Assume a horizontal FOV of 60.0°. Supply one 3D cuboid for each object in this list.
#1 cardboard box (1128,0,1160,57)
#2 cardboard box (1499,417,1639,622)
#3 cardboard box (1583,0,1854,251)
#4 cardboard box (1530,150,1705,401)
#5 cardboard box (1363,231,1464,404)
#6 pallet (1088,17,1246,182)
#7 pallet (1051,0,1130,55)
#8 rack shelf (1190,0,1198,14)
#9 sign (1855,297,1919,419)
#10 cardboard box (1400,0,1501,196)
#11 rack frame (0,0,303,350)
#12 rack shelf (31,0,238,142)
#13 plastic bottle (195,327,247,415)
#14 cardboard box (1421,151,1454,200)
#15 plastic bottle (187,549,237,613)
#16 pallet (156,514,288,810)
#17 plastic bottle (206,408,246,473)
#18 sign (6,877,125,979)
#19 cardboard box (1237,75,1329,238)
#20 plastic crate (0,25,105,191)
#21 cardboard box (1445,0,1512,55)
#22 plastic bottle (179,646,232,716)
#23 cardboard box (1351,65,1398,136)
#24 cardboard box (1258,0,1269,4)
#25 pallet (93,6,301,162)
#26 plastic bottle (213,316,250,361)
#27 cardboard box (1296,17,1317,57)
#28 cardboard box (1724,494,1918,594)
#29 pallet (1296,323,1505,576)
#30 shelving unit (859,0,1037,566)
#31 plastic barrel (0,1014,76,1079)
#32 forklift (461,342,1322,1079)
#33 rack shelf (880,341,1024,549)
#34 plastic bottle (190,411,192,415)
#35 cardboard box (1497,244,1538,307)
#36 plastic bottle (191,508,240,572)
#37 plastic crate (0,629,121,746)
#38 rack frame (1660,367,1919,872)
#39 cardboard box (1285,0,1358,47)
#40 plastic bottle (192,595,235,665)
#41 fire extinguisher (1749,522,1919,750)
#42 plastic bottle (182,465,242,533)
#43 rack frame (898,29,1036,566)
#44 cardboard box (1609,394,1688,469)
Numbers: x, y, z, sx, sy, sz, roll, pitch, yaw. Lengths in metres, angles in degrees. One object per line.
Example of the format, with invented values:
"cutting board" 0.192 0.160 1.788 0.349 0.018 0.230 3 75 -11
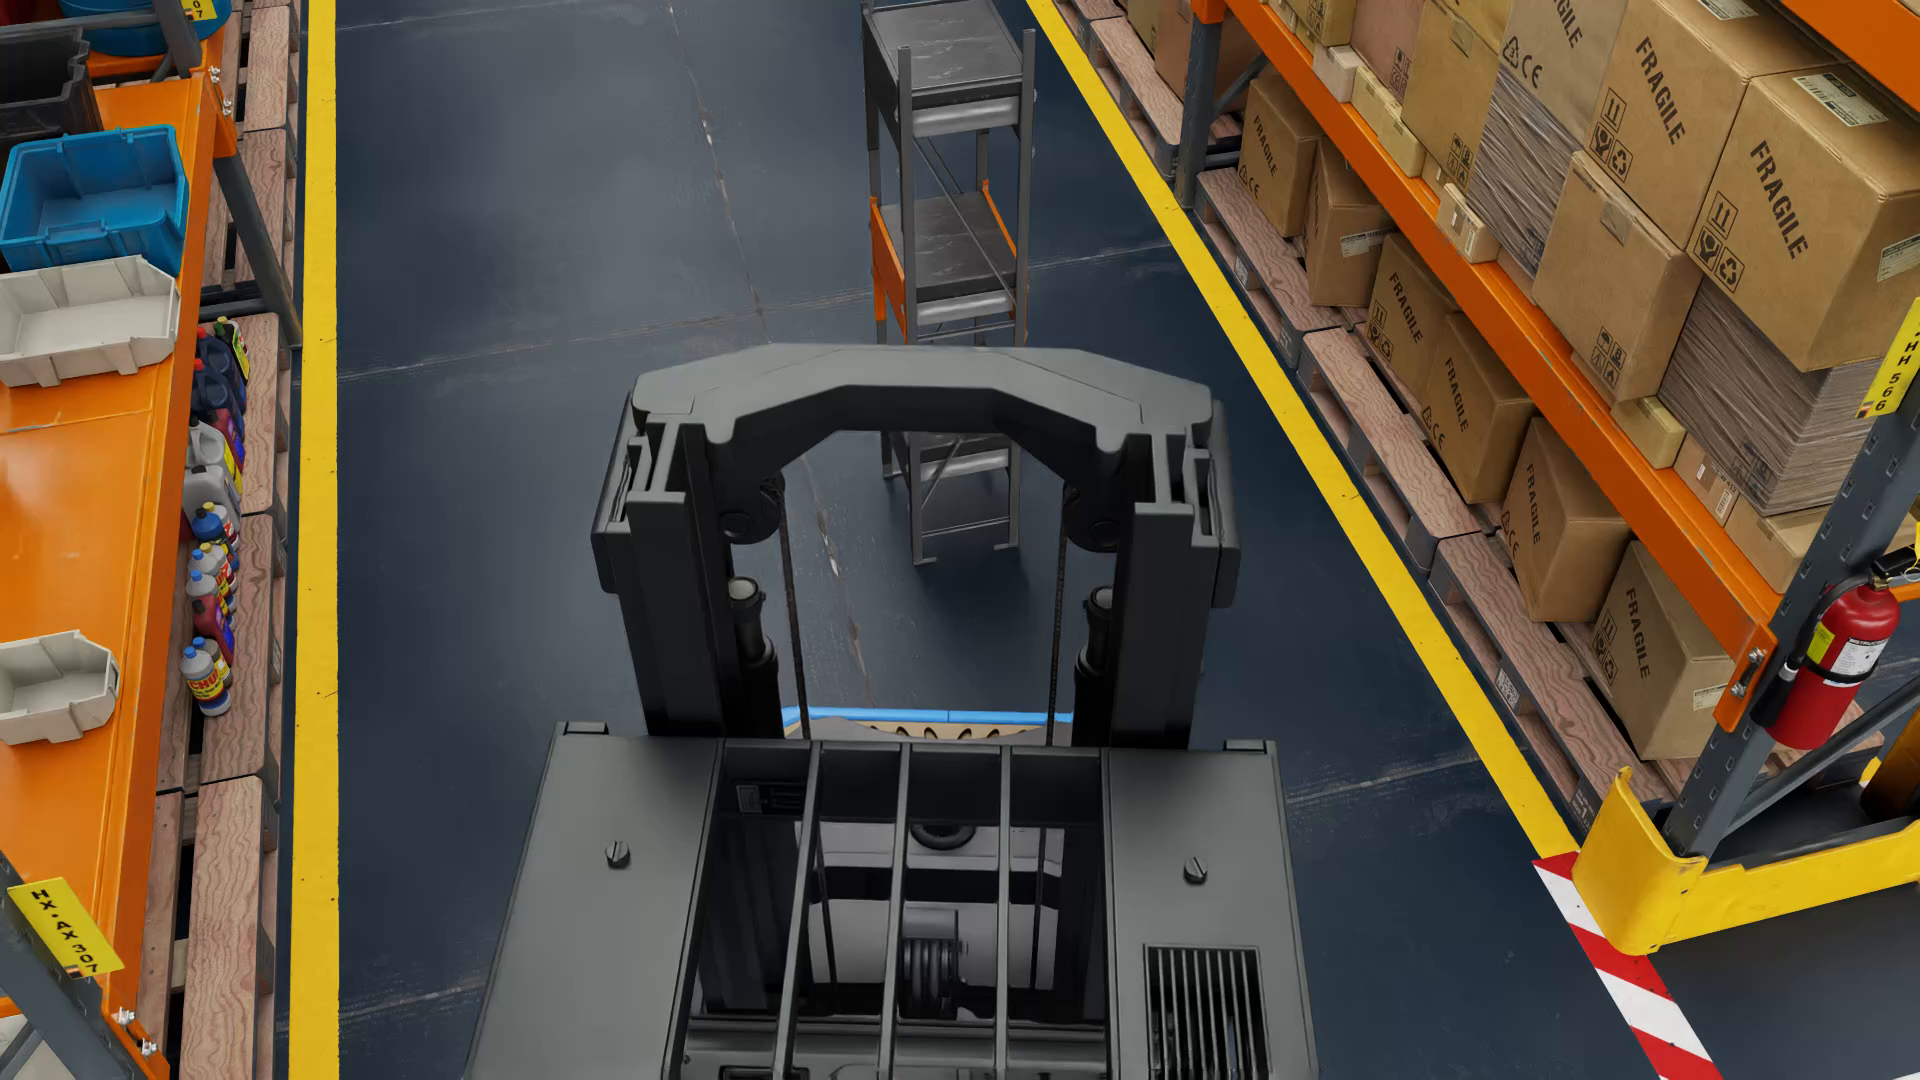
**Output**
"cardboard box" 1.265 -2.758 8.295 0.700 0.500 0.500 -11 47 -11
"cardboard box" 2.199 -0.070 5.674 0.500 0.500 0.500 0 46 0
"cardboard box" 2.016 -1.125 4.274 0.500 0.500 0.500 -11 47 -10
"cardboard box" 2.171 -0.804 4.660 0.875 0.500 0.500 -11 47 -10
"cardboard box" 1.958 -0.899 6.487 0.500 0.500 0.500 -15 47 -14
"pallet" 1.304 -2.280 8.337 1.003 0.211 1.213 -11 47 -10
"pallet" 0.988 -3.124 9.164 1.003 0.211 1.213 -11 47 -10
"rack shelf" 0.993 -3.848 8.424 1.077 0.370 4.000 -11 47 -10
"sign" 1.987 -0.385 3.495 0.100 0.325 0.005 -11 47 -10
"cardboard box" 1.968 -1.505 5.346 0.875 0.500 0.500 -11 47 -10
"rack frame" -3.283 -1.813 5.927 1.000 3.000 0.127 -11 47 -10
"rack shelf" -3.795 -2.942 7.537 1.077 0.370 4.000 -11 47 -10
"plastic bottle" -2.839 -0.648 6.331 0.144 0.351 0.185 -12 47 -11
"cardboard box" 1.774 -1.230 5.531 0.380 0.149 0.250 -11 47 -10
"plastic bottle" -2.535 0.135 5.620 0.097 0.271 0.097 0 46 0
"pallet" -2.835 0.478 5.634 1.003 0.211 1.213 -11 47 -10
"plastic bottle" -2.708 -0.387 6.123 0.061 0.283 0.133 -8 46 -8
"sign" -1.726 0.754 3.217 0.100 0.325 0.005 -11 47 -10
"cardboard box" 1.569 -1.707 7.279 0.500 0.500 0.500 -12 47 -12
"plastic crate" -3.272 -1.407 5.572 0.767 0.338 0.504 -11 47 -10
"cardboard box" 1.770 -1.817 4.952 0.500 0.500 0.500 -11 47 -10
"plastic bottle" -2.422 0.441 5.320 0.097 0.271 0.097 0 46 0
"cardboard box" 1.613 -1.569 5.863 0.380 0.149 0.250 -11 47 -10
"cardboard box" 1.321 -2.252 6.533 0.380 0.149 0.250 -11 47 -10
"pallet" -3.837 -2.216 8.274 1.003 0.211 1.213 -11 47 -10
"plastic bottle" -2.889 -0.794 6.579 0.097 0.201 0.097 0 46 0
"cardboard box" 1.485 -1.914 6.201 0.380 0.149 0.250 -11 47 -10
"cardboard box" 2.256 -0.028 4.353 0.380 0.149 0.250 -11 47 -10
"pallet" 2.027 -0.442 6.535 1.003 0.211 1.213 -11 47 -10
"shelving unit" -0.042 -0.849 5.612 0.431 2.100 0.503 -11 47 -10
"plastic barrel" -2.501 1.232 4.390 0.421 0.512 0.421 0 46 0
"forklift" -0.078 1.221 3.001 1.130 2.935 3.031 1 46 1
"rack shelf" -0.042 -0.350 6.122 0.431 0.518 0.480 -11 47 -10
"plastic bottle" -2.927 -0.445 6.185 0.152 0.276 0.135 -11 47 -10
"cardboard box" 1.921 -0.888 5.196 0.380 0.149 0.250 -11 47 -10
"plastic bottle" -2.587 -0.005 5.757 0.097 0.271 0.097 0 46 0
"plastic crate" -2.177 0.364 3.978 0.298 0.136 0.250 -11 47 -10
"rack frame" 2.529 0.043 4.108 1.000 3.000 0.127 -11 47 -10
"cardboard box" 1.654 -2.184 6.012 0.875 0.500 0.500 -11 47 -10
"plastic bottle" -2.462 0.277 5.472 0.061 0.283 0.133 -10 46 -10
"fire extinguisher" 2.113 0.233 3.975 0.296 0.674 0.183 -11 47 -10
"plastic bottle" -2.670 -0.153 5.899 0.152 0.276 0.135 -10 46 -10
"rack frame" 0.020 -0.681 5.447 0.400 2.100 0.015 -11 47 -10
"cardboard box" 2.079 -0.364 4.682 0.380 0.149 0.250 -11 47 -10
